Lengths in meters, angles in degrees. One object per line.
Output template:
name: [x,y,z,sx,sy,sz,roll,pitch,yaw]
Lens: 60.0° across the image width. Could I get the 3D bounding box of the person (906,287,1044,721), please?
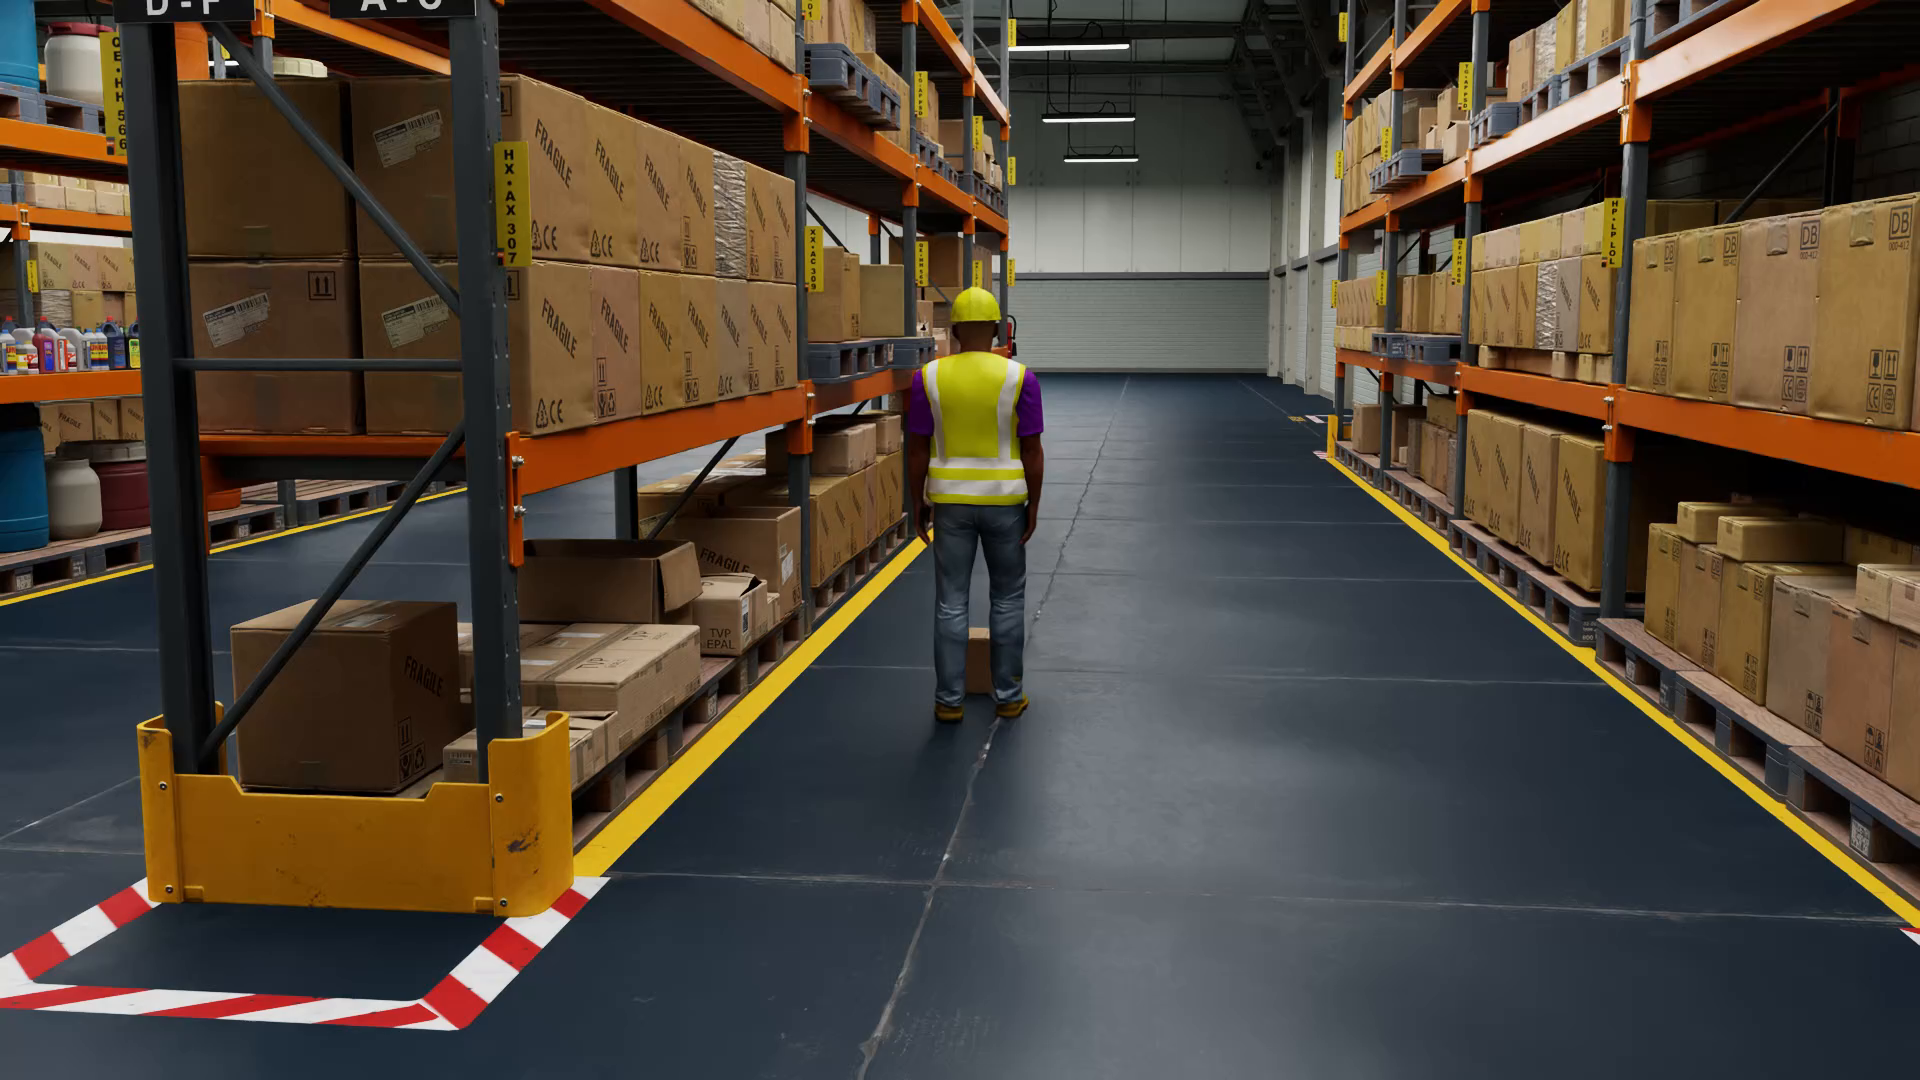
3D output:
person: [0.068,-0.147,6.852,0.561,1.768,0.417,1,8,8]
